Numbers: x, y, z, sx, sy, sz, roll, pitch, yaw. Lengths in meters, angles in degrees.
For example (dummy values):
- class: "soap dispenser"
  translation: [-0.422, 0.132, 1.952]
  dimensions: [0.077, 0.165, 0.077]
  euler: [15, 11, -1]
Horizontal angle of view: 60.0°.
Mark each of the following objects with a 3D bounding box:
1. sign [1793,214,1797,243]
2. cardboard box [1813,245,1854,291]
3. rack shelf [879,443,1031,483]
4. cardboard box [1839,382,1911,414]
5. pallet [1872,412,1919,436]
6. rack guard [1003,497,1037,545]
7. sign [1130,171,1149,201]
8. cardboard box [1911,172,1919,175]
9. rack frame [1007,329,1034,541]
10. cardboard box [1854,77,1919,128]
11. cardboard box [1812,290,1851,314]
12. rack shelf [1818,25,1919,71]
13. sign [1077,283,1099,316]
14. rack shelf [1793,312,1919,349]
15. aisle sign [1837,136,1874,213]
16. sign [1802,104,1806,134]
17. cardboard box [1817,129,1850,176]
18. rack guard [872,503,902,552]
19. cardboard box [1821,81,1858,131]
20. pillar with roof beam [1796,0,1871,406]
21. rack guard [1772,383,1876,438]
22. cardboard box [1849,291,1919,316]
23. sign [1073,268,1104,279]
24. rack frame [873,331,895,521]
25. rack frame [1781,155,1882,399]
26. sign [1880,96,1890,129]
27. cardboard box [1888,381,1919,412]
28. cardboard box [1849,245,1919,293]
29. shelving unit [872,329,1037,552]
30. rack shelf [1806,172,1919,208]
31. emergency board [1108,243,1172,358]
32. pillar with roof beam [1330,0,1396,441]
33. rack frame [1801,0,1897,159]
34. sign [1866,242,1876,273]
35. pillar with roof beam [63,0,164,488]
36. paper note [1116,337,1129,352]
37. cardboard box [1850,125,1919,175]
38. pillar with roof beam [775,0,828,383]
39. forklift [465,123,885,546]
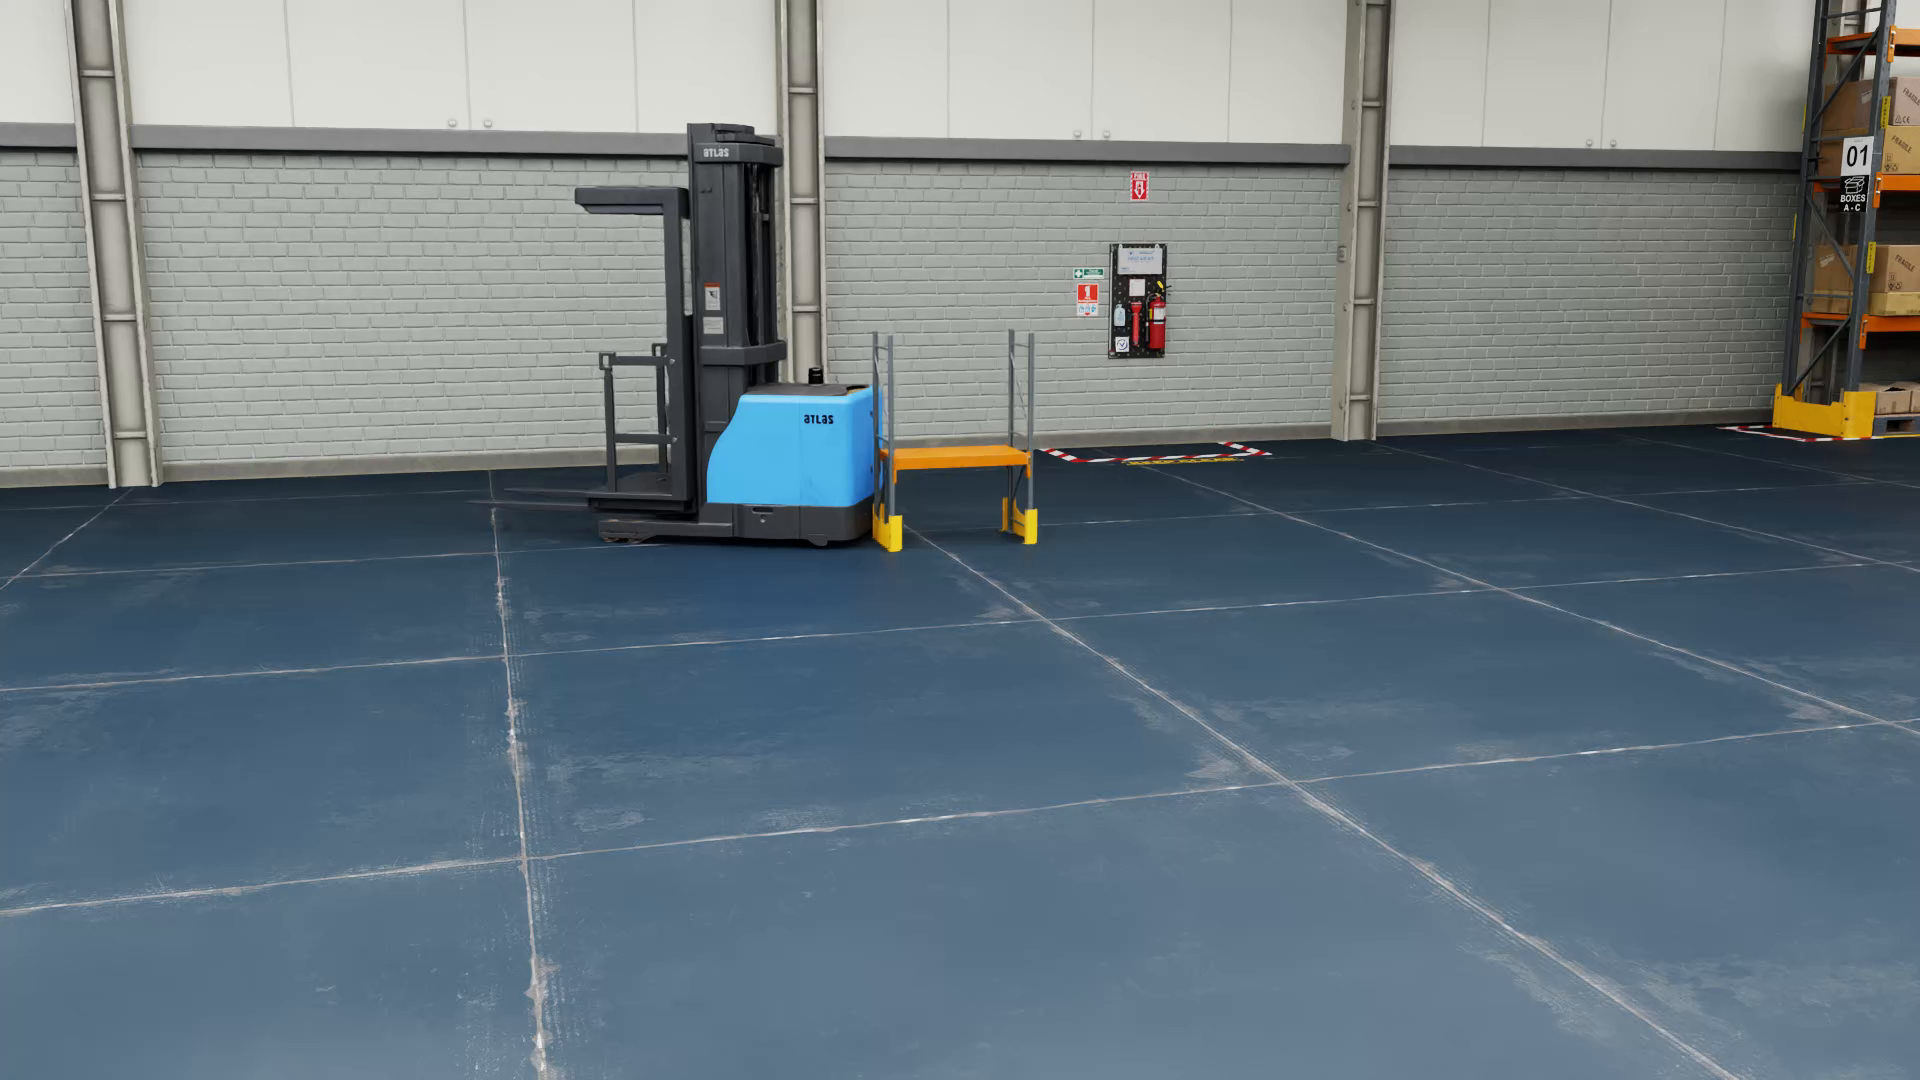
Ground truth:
- class: "sign"
  translation: [9.444, -3.510, 18.756]
  dimensions: [0.005, 0.325, 0.100]
  euler: [-3, 11, -16]
- class: "cardboard box"
  translation: [9.974, -3.053, 18.634]
  dimensions: [0.500, 0.500, 0.500]
  euler: [-3, 11, -17]
- class: "rack shelf"
  translation: [-0.051, -0.555, 11.912]
  dimensions: [1.000, 0.185, 0.538]
  euler: [-3, 11, -16]
- class: "cardboard box"
  translation: [10.270, -1.601, 18.668]
  dimensions: [0.500, 0.311, 0.500]
  euler: [-4, 11, -22]
- class: "pallet"
  translation: [10.443, -1.355, 18.823]
  dimensions: [1.213, 0.211, 1.003]
  euler: [-3, 11, -16]
- class: "rack guard"
  translation: [0.436, -0.143, 12.131]
  dimensions: [0.087, 0.250, 0.587]
  euler: [-3, 11, -16]
- class: "sign"
  translation: [1.831, -3.608, 16.958]
  dimensions: [0.199, 0.298, 0.001]
  euler: [-3, 11, -16]
- class: "cardboard box"
  translation: [10.497, -4.216, 18.047]
  dimensions: [0.500, 0.500, 0.500]
  euler: [-2, 11, -12]
- class: "rack frame"
  translation: [0.438, -0.757, 12.018]
  dimensions: [0.032, 1.500, 0.500]
  euler: [-3, 11, -16]
- class: "cardboard box"
  translation: [10.018, -4.691, 17.863]
  dimensions: [0.500, 0.500, 0.500]
  euler: [-4, 11, -20]
- class: "cardboard box"
  translation: [9.975, -2.681, 18.683]
  dimensions: [0.500, 0.250, 0.500]
  euler: [-3, 11, -15]
- class: "rack shelf"
  translation: [11.501, -5.384, 18.431]
  dimensions: [4.000, 0.370, 1.077]
  euler: [-3, 11, -16]
- class: "sign"
  translation: [1.307, -2.459, 17.018]
  dimensions: [0.234, 0.329, 0.001]
  euler: [-3, 11, -16]
- class: "rack shelf"
  translation: [11.501, -2.435, 18.974]
  dimensions: [4.000, 0.370, 1.077]
  euler: [-3, 11, -16]
- class: "aisle sign"
  translation: [9.595, -3.910, 17.821]
  dimensions: [0.004, 0.787, 0.394]
  euler: [-3, 11, -16]
- class: "sign"
  translation: [9.444, -4.696, 18.537]
  dimensions: [0.005, 0.325, 0.100]
  euler: [-3, 11, -16]
- class: "cardboard box"
  translation: [9.910, -4.287, 18.431]
  dimensions: [0.500, 0.500, 0.500]
  euler: [-2, 11, -12]
- class: "rack guard"
  translation: [-0.521, -0.093, 11.859]
  dimensions: [0.087, 0.250, 0.587]
  euler: [-3, 11, -16]
- class: "cardboard box"
  translation: [9.921, -4.781, 18.352]
  dimensions: [0.500, 0.500, 0.500]
  euler: [-3, 11, -13]
- class: "pillar with roof beam"
  translation: [11.214, -5.075, 14.760]
  dimensions: [0.400, 9.000, 9.100]
  euler: [-3, 11, -16]
- class: "rack guard"
  translation: [9.653, -1.462, 18.607]
  dimensions: [0.348, 0.500, 1.175]
  euler: [-3, 11, -16]
- class: "cardboard box"
  translation: [10.138, -2.593, 18.205]
  dimensions: [0.500, 0.250, 0.500]
  euler: [-3, 11, -18]
- class: "sign"
  translation: [1.314, -2.718, 16.963]
  dimensions: [0.331, 0.109, 0.001]
  euler: [-3, 11, -16]
- class: "rack frame"
  translation: [-0.539, -0.706, 11.741]
  dimensions: [0.032, 1.500, 0.500]
  euler: [-3, 11, -16]
- class: "rack frame"
  translation: [9.580, -2.687, 18.359]
  dimensions: [0.127, 3.000, 1.000]
  euler: [-3, 11, -16]
- class: "sign"
  translation: [9.732, -4.498, 17.496]
  dimensions: [0.005, 0.325, 0.100]
  euler: [-3, 11, -16]
- class: "cardboard box"
  translation: [10.817, -1.630, 18.825]
  dimensions: [0.500, 0.311, 0.500]
  euler: [-2, 11, -11]
- class: "cardboard box"
  translation: [10.123, -2.964, 18.151]
  dimensions: [0.500, 0.500, 0.500]
  euler: [-3, 11, -16]
- class: "shelving unit"
  translation: [-0.042, -0.732, 11.882]
  dimensions: [1.083, 1.500, 0.587]
  euler: [-3, 11, -16]
- class: "rack shelf"
  translation: [11.501, -3.910, 18.703]
  dimensions: [4.000, 0.370, 1.077]
  euler: [-3, 11, -16]
- class: "emergency board"
  translation: [1.866, -2.451, 17.076]
  dimensions: [0.643, 1.169, 0.194]
  euler: [-3, 11, -16]
- class: "pillar with roof beam"
  translation: [5.453, -4.772, 13.111]
  dimensions: [0.400, 9.000, 9.100]
  euler: [-3, 11, -16]
- class: "rack frame"
  translation: [9.580, -5.638, 17.816]
  dimensions: [0.127, 3.000, 1.000]
  euler: [-3, 11, -16]
- class: "sign"
  translation: [9.732, -3.019, 17.769]
  dimensions: [0.005, 0.325, 0.100]
  euler: [-3, 11, -16]
- class: "pillar with roof beam"
  translation: [-6.069, -4.164, 9.812]
  dimensions: [0.400, 9.000, 9.100]
  euler: [-3, 11, -16]
- class: "paper note"
  translation: [1.677, -2.021, 17.172]
  dimensions: [0.142, 0.148, 0.016]
  euler: [-3, 11, -16]
- class: "cardboard box"
  translation: [9.971, -4.195, 17.933]
  dimensions: [0.500, 0.500, 0.500]
  euler: [-3, 11, -14]
- class: "pillar with roof beam"
  translation: [-0.308, -4.468, 11.462]
  dimensions: [0.400, 9.000, 9.100]
  euler: [-3, 11, -16]
- class: "forklift"
  translation: [-2.132, -1.509, 12.147]
  dimensions: [3.031, 2.935, 1.130]
  euler: [2, 11, 11]
